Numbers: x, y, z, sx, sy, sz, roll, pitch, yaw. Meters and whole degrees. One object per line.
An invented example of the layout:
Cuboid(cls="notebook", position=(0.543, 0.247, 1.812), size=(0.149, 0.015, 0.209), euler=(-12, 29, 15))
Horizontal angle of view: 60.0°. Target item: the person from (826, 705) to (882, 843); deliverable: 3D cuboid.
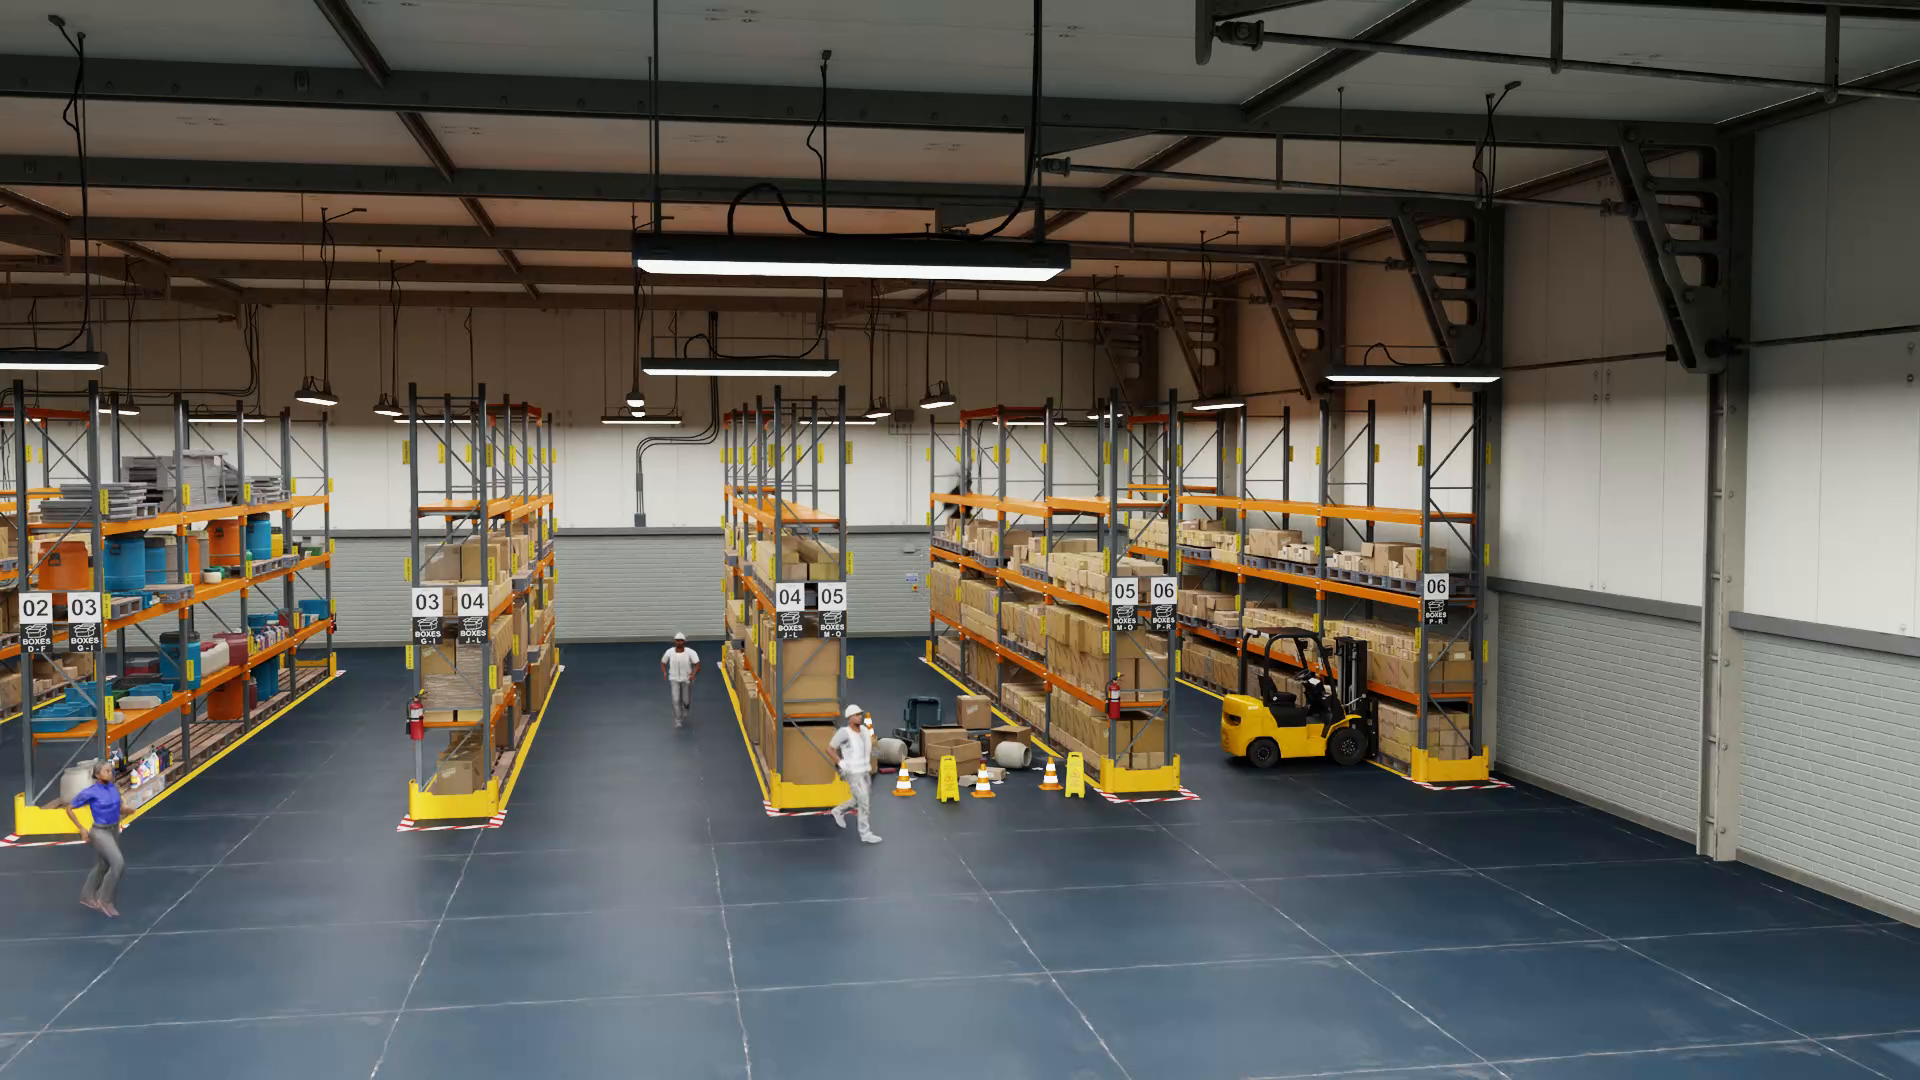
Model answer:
Cuboid(cls="person", position=(-1.371, 3.023, 21.639), size=(0.905, 1.759, 0.698), euler=(2, 4, 35))

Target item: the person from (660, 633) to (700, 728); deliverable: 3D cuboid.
Cuboid(cls="person", position=(-5.169, 2.579, 30.723), size=(0.739, 1.730, 0.795), euler=(0, 3, -6))

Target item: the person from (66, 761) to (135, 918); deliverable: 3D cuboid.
Cuboid(cls="person", position=(-9.325, 3.263, 18.126), size=(0.724, 1.700, 0.536), euler=(0, 3, 6))
